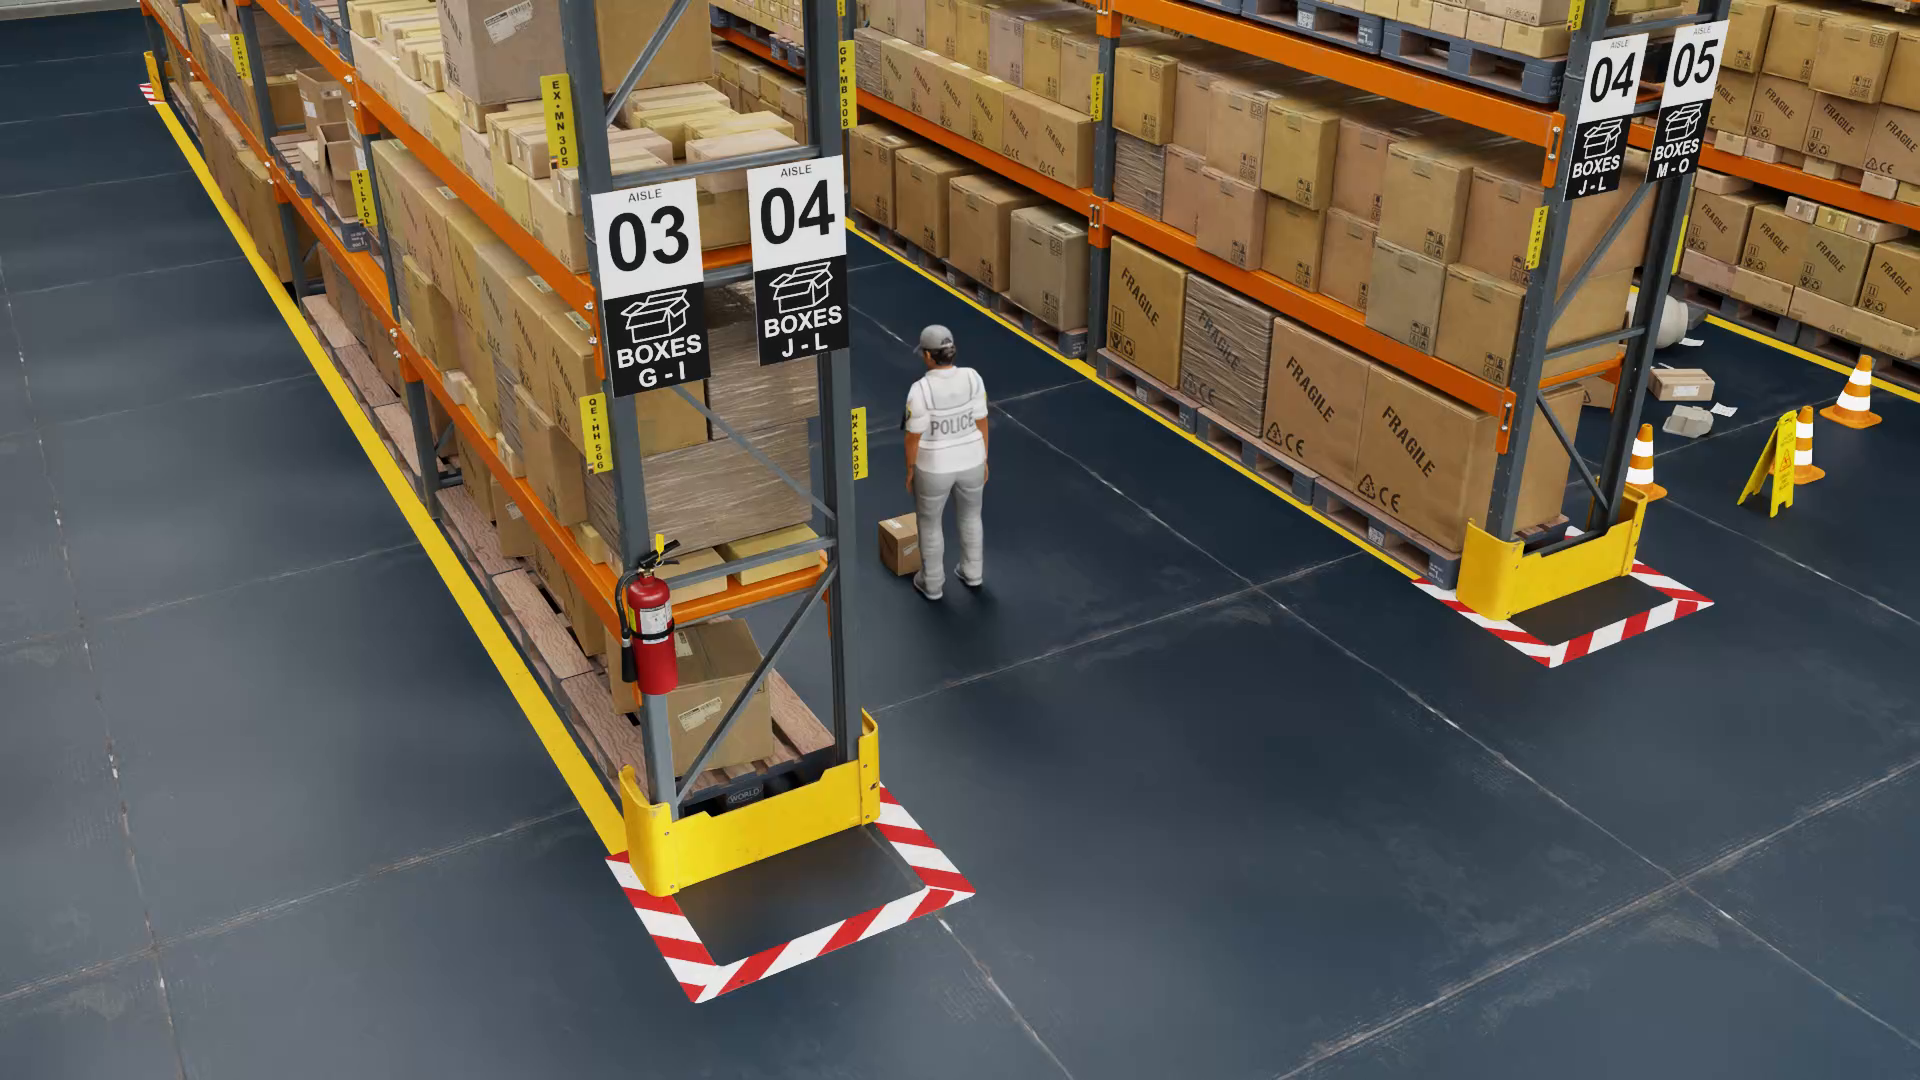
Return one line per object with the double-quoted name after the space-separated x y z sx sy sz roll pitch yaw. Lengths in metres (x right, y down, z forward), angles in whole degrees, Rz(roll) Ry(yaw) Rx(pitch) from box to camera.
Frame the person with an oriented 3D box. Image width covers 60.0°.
-0.088 -0.419 9.282 0.530 1.670 0.465 -13 32 -22 "person"
